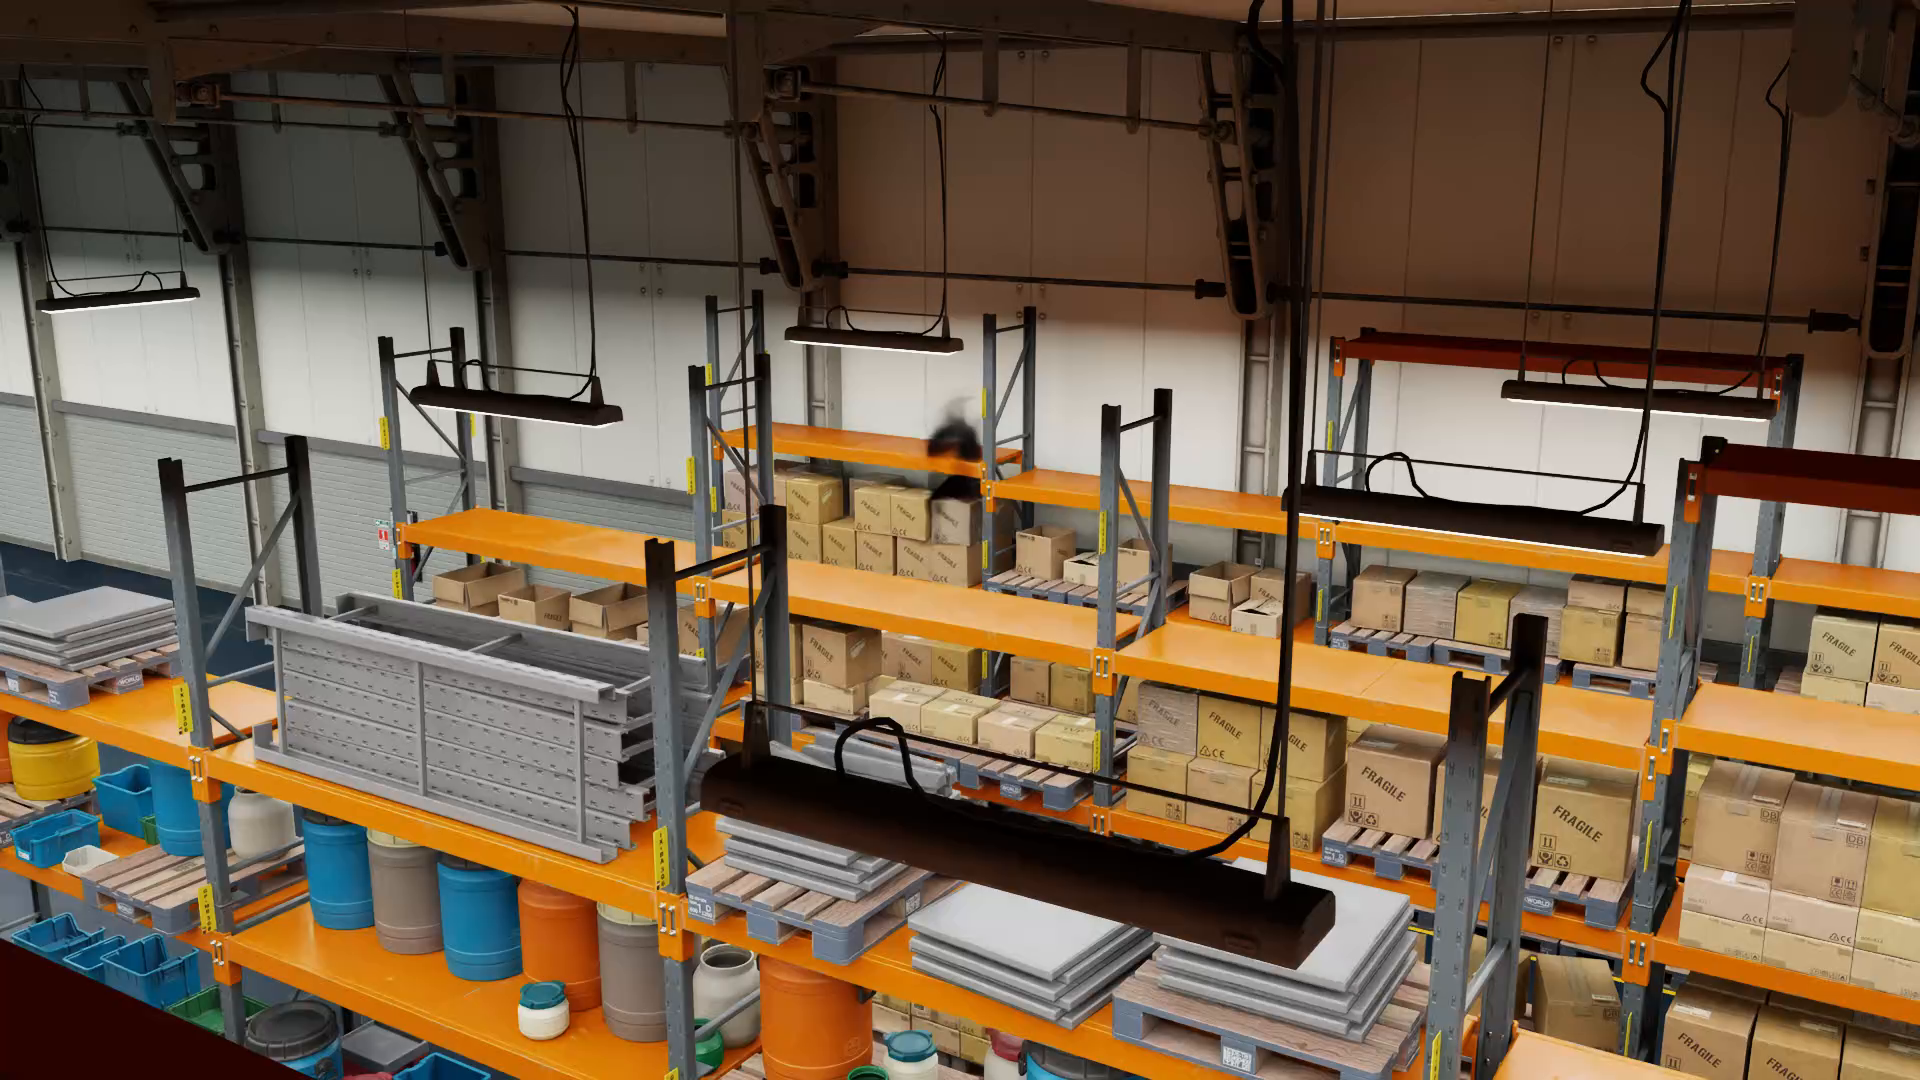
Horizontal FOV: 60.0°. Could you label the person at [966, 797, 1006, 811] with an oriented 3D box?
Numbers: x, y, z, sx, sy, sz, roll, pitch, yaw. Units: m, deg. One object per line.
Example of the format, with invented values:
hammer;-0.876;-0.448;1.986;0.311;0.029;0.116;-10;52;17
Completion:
person;0.257;2.965;16.602;0.609;1.678;0.707;8;16;31
